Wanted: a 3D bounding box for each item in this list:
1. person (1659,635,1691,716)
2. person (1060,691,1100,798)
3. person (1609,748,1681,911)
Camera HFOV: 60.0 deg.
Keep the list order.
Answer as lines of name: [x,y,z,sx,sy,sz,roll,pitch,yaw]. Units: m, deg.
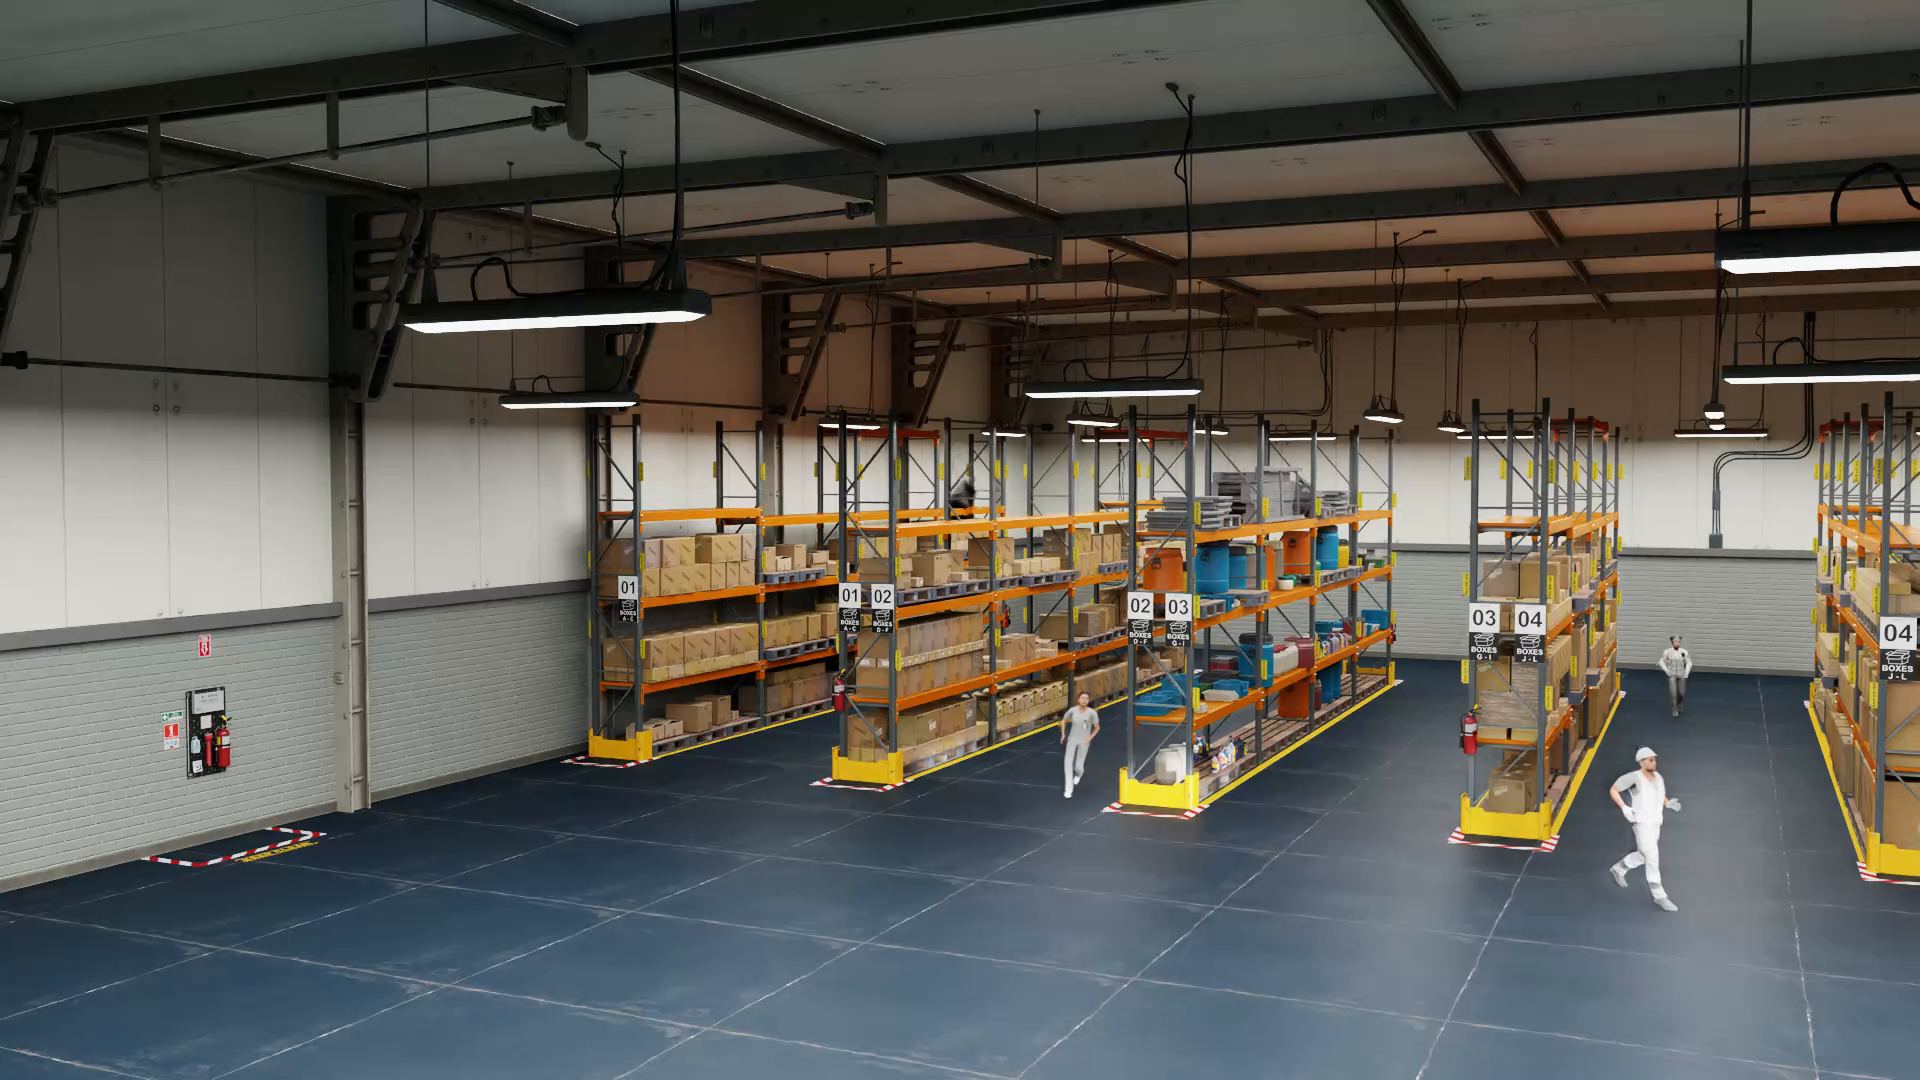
person: [14.635,2.769,34.104,0.573,1.659,0.529,1,2,18]
person: [1.862,3.148,25.805,0.599,1.640,0.656,1,2,13]
person: [7.937,3.300,19.286,0.654,1.796,0.993,-1,3,-28]
